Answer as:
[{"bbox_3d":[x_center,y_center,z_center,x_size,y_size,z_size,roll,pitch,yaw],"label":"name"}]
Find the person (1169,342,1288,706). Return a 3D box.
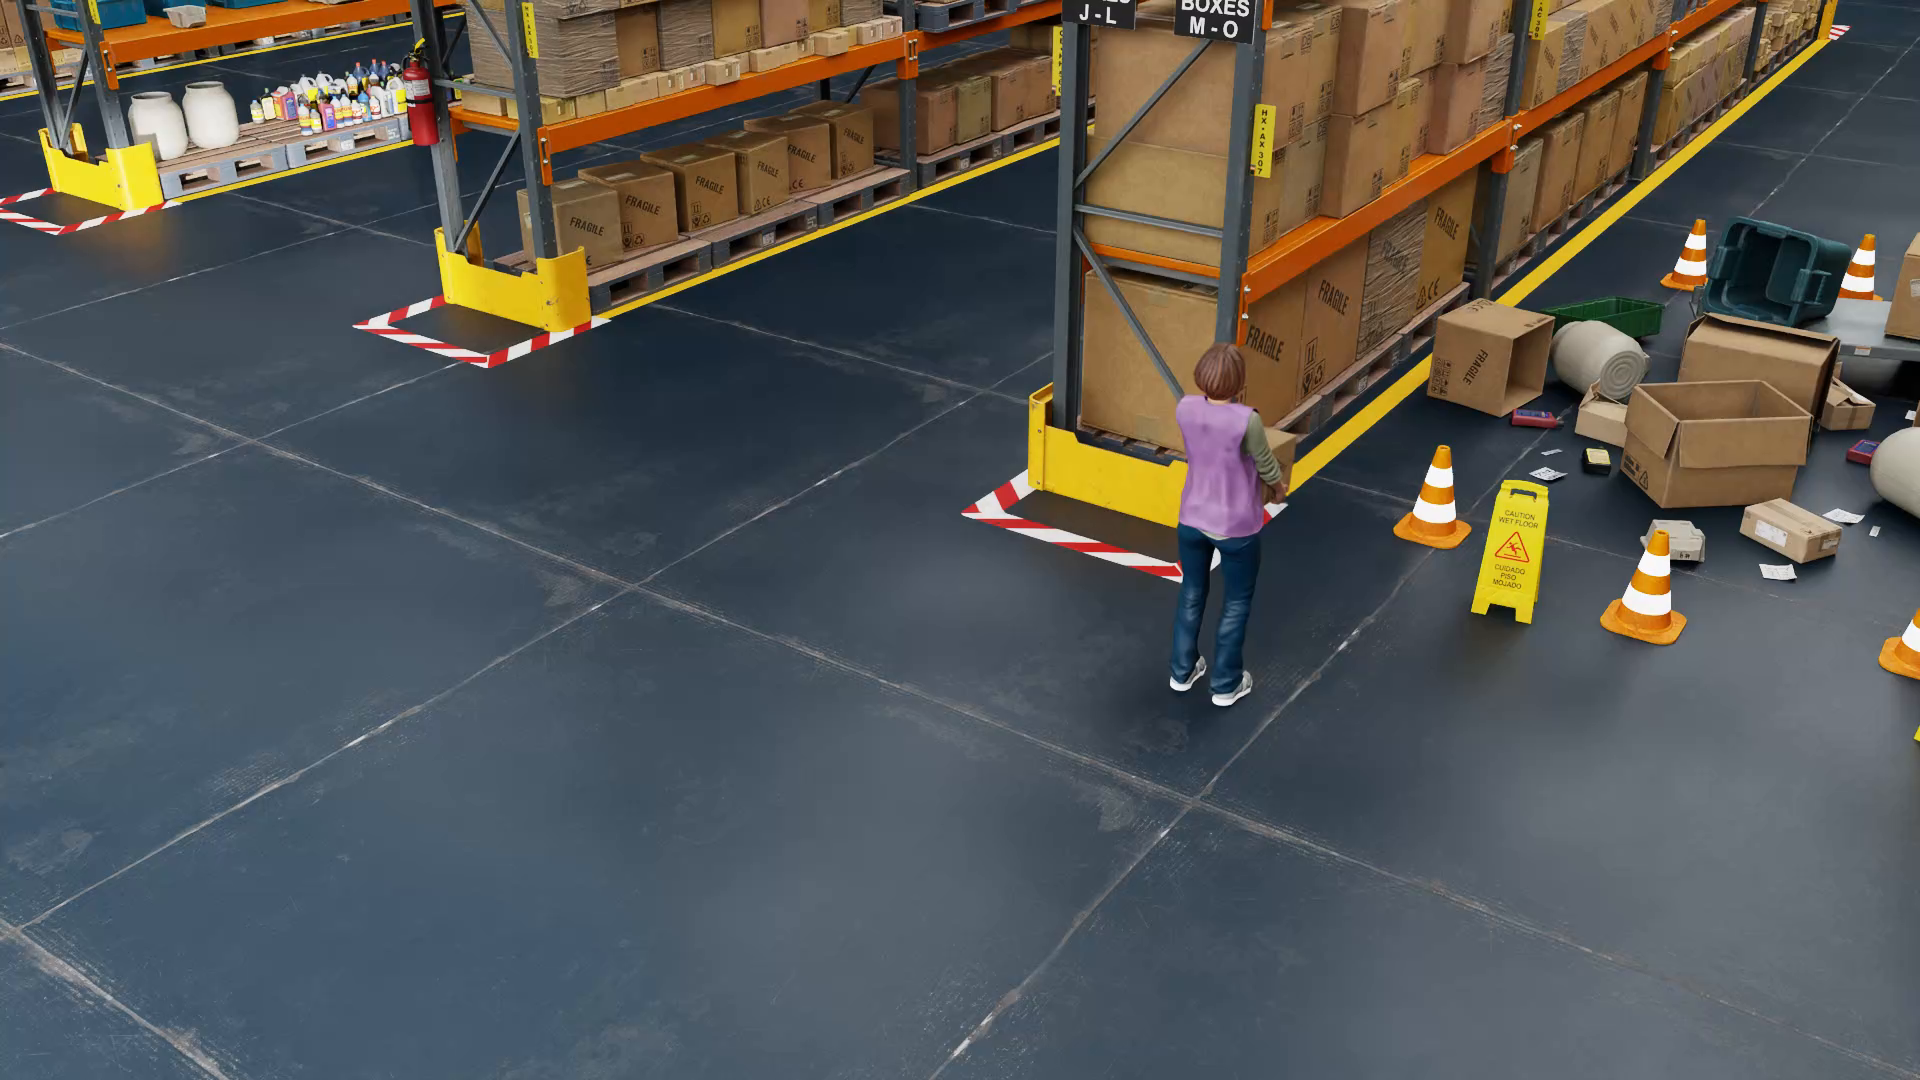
[{"bbox_3d":[1.100,-0.095,6.819,0.405,1.589,0.500,18,32,31],"label":"person"}]
